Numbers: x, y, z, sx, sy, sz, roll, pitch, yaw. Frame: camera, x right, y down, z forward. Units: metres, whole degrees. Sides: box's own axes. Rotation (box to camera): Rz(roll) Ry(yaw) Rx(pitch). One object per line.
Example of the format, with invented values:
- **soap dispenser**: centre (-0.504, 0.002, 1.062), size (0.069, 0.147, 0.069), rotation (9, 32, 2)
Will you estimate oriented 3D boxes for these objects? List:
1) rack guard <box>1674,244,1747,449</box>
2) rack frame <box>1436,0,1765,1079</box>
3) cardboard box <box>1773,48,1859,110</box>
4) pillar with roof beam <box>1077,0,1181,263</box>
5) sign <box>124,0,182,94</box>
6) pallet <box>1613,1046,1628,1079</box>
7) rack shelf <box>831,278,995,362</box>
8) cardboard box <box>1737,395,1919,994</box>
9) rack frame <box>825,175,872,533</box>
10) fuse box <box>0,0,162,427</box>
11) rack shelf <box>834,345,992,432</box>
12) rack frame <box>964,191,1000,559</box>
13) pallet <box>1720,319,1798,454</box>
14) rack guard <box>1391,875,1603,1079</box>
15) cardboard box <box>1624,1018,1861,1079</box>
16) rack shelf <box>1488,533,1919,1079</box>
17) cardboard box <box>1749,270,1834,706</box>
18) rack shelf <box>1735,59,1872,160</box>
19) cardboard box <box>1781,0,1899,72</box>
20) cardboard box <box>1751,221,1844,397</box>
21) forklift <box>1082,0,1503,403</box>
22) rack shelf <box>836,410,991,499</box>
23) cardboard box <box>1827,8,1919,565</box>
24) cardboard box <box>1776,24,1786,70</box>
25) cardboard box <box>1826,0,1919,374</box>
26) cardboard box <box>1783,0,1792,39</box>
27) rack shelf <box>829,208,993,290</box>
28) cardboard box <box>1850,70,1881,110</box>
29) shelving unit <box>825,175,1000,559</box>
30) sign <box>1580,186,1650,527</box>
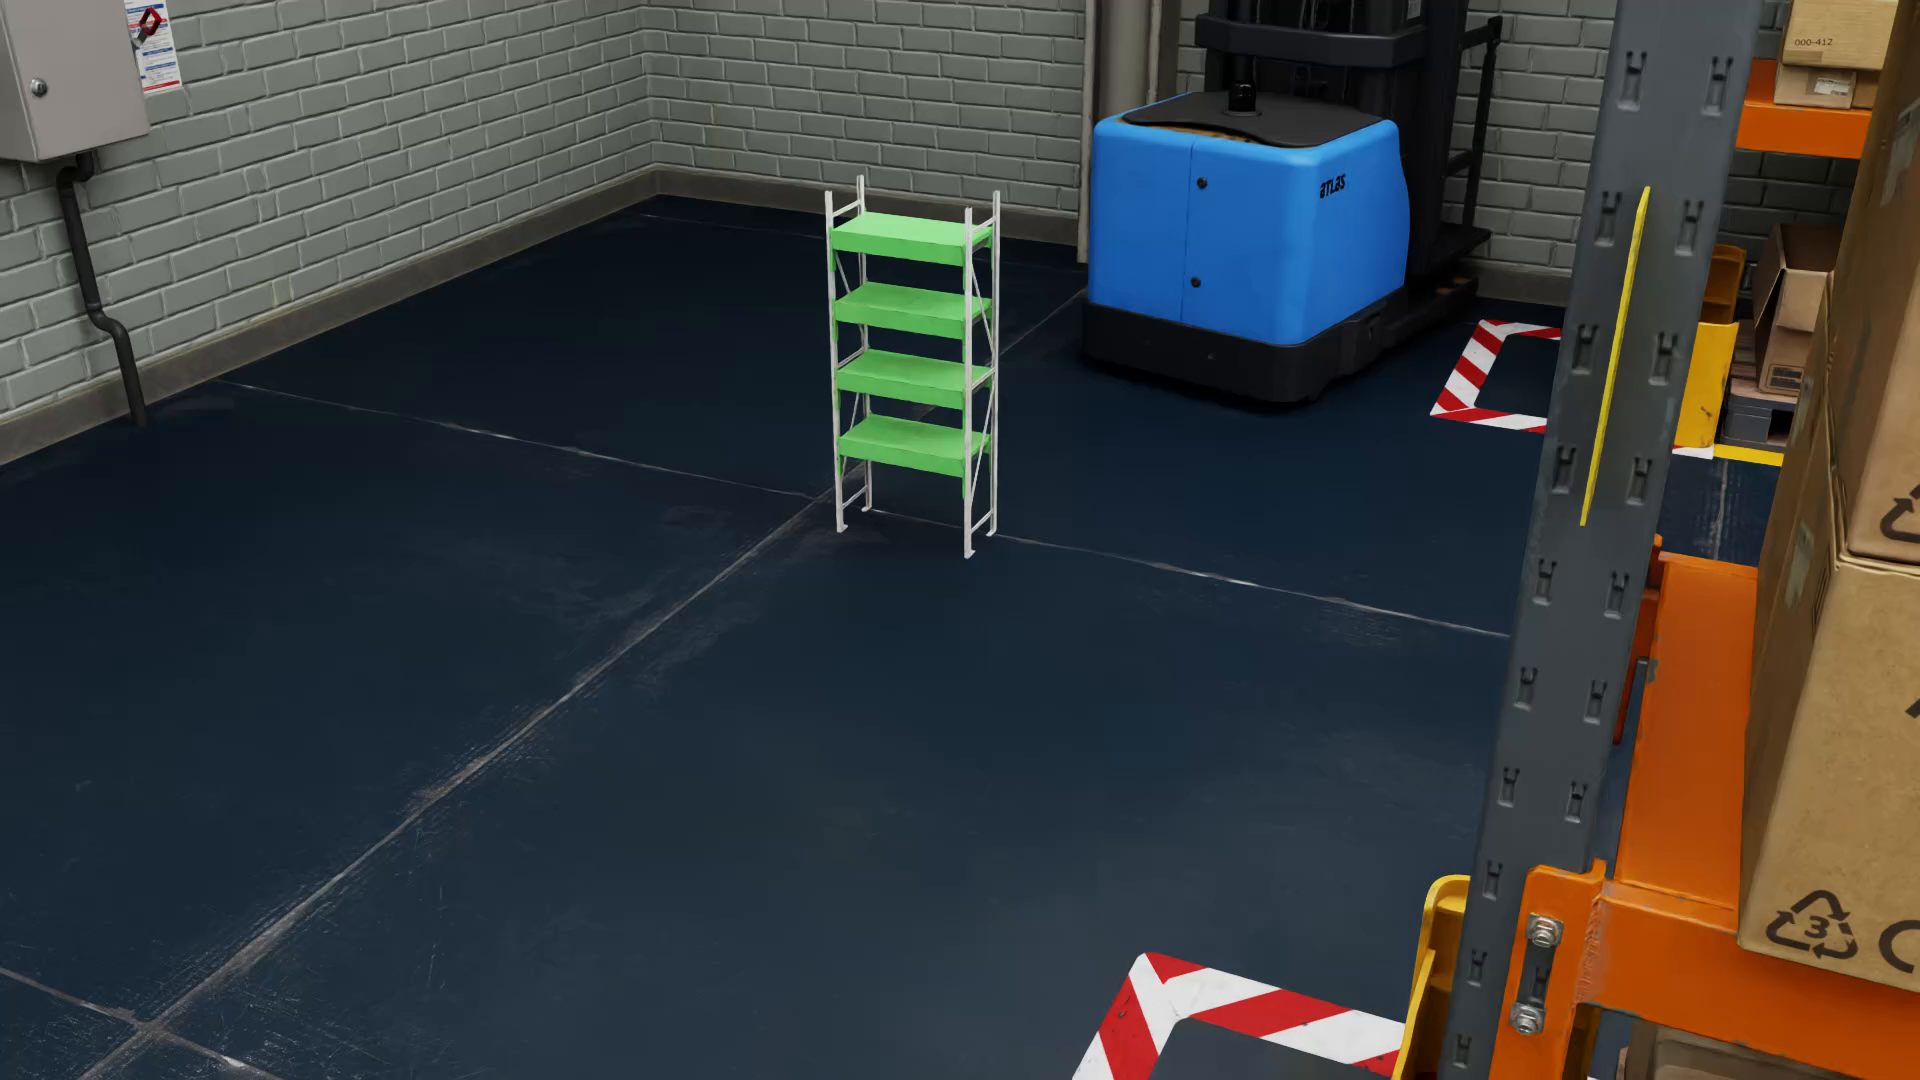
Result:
- **rack guard**: centre (3.003, -0.837, 6.884), size (0.348, 0.500, 1.175), rotation (11, 28, 22)
- **rack frame**: centre (0.884, 0.023, 2.308), size (0.053, 2.616, 0.949), rotation (11, 28, 22)
- **cardboard box**: centre (3.120, -1.689, 6.070), size (0.250, 0.149, 0.380), rotation (11, 28, 21)
- **pillar with roof beam**: centre (-0.929, -3.788, 3.257), size (0.400, 9.000, 9.100), rotation (11, 28, 22)
- **sign**: centre (-3.242, -2.009, 6.543), size (0.001, 0.494, 0.329), rotation (11, 28, 22)
- **pallet**: centre (1.643, 1.390, 2.688), size (1.213, 0.211, 1.003), rotation (11, 28, 22)
- **rack shelf**: centre (-0.151, -0.727, 5.469), size (0.480, 0.148, 0.258), rotation (11, 28, 22)
- **cardboard box**: centre (1.201, 0.182, 1.871), size (0.500, 0.500, 0.500), rotation (11, 28, 21)
- **rack frame**: centre (-0.373, -0.613, 5.637), size (0.015, 1.200, 0.240), rotation (11, 28, 22)
- **fuse box**: centre (-3.257, -1.238, 6.326), size (0.414, 1.711, 0.539), rotation (11, 28, 22)
- **rack shelf**: centre (-0.151, -0.511, 5.575), size (0.480, 0.148, 0.258), rotation (11, 28, 22)
- **rack frame**: centre (0.071, -0.524, 5.456), size (0.015, 1.200, 0.240), rotation (11, 28, 22)
- **pallet**: centre (3.729, -0.562, 6.653), size (1.213, 0.211, 1.003), rotation (11, 28, 22)
- **rack guard**: centre (0.861, 1.141, 2.866), size (0.348, 0.500, 1.175), rotation (11, 28, 22)
- **cardboard box**: centre (1.525, 1.066, 2.615), size (0.875, 0.438, 0.875), rotation (10, 28, 20)
- **rack shelf**: centre (2.703, 0.712, 1.722), size (4.000, 0.370, 1.077), rotation (11, 28, 22)
- **cardboard box**: centre (1.431, -0.039, 2.320), size (0.500, 0.500, 0.500), rotation (12, 28, 22)
- **rack shelf**: centre (4.755, -1.284, 5.777), size (4.000, 0.370, 1.077), rotation (11, 28, 22)
- **cardboard box**: centre (3.236, -1.847, 5.939), size (0.500, 0.250, 0.500), rotation (12, 28, 22)
- **cardboard box**: centre (3.452, -0.891, 6.515), size (0.637, 0.503, 0.797), rotation (10, 28, 20)
- **forklift**: centre (1.827, -2.456, 7.419), size (1.130, 2.935, 3.031), rotation (19, 32, 33)
- **rack shelf**: centre (-0.151, -0.296, 5.681), size (0.480, 0.148, 0.258), rotation (11, 28, 22)
- **cardboard box**: centre (1.202, -0.267, 1.652), size (0.500, 0.500, 0.500), rotation (11, 28, 21)
- **cardboard box**: centre (3.347, -1.907, 6.512), size (0.250, 0.149, 0.380), rotation (11, 28, 21)
- **cardboard box**: centre (1.420, -0.477, 2.078), size (0.500, 0.500, 0.500), rotation (12, 29, 23)
- **cardboard box**: centre (3.463, -2.061, 6.374), size (0.500, 0.250, 0.500), rotation (12, 29, 23)
- **rack shelf**: centre (-0.151, -0.942, 5.363), size (0.480, 0.148, 0.258), rotation (11, 28, 22)
- **cardboard box**: centre (3.370, -1.662, 6.013), size (0.250, 0.149, 0.380), rotation (12, 29, 23)
- **shelving unit**: centre (-0.151, -0.569, 5.546), size (0.503, 1.200, 0.258), rotation (11, 28, 22)
- **sign**: centre (0.648, -0.178, 1.646), size (0.005, 0.325, 0.100), rotation (11, 28, 22)
